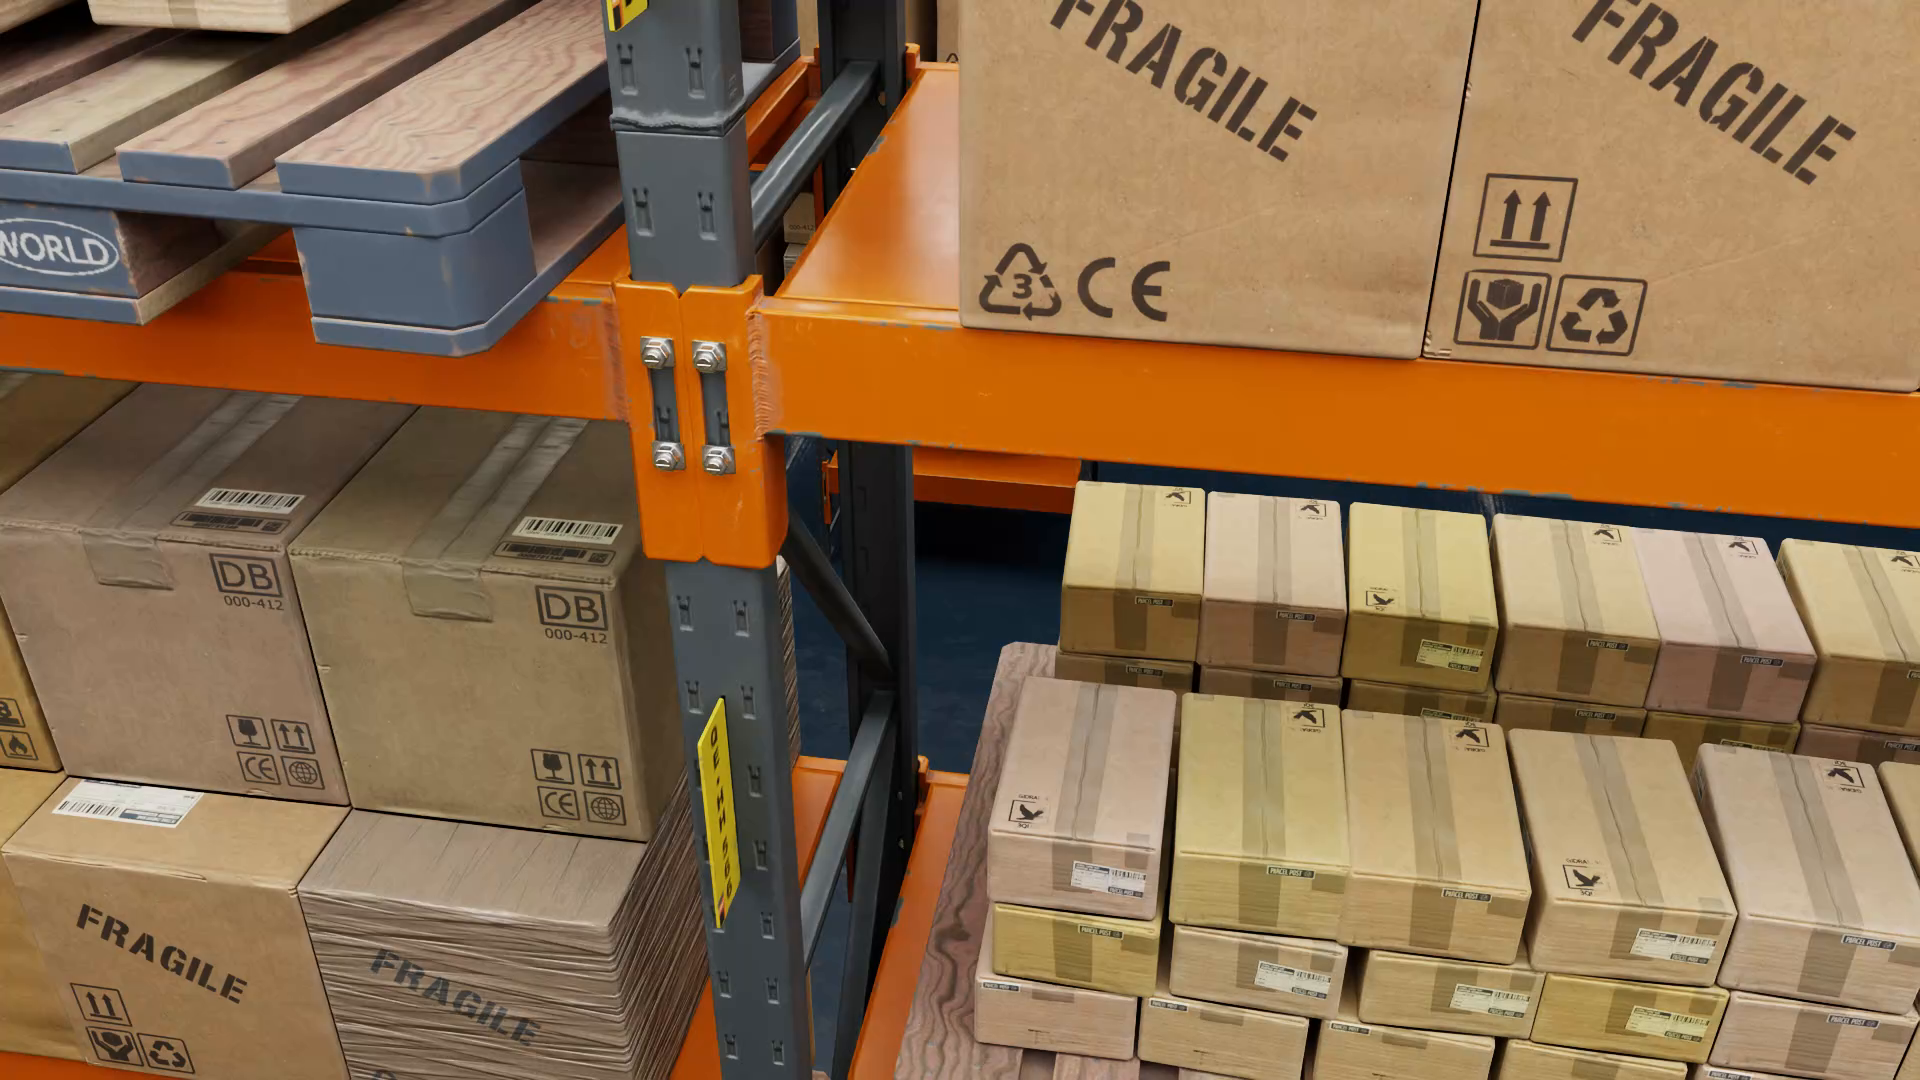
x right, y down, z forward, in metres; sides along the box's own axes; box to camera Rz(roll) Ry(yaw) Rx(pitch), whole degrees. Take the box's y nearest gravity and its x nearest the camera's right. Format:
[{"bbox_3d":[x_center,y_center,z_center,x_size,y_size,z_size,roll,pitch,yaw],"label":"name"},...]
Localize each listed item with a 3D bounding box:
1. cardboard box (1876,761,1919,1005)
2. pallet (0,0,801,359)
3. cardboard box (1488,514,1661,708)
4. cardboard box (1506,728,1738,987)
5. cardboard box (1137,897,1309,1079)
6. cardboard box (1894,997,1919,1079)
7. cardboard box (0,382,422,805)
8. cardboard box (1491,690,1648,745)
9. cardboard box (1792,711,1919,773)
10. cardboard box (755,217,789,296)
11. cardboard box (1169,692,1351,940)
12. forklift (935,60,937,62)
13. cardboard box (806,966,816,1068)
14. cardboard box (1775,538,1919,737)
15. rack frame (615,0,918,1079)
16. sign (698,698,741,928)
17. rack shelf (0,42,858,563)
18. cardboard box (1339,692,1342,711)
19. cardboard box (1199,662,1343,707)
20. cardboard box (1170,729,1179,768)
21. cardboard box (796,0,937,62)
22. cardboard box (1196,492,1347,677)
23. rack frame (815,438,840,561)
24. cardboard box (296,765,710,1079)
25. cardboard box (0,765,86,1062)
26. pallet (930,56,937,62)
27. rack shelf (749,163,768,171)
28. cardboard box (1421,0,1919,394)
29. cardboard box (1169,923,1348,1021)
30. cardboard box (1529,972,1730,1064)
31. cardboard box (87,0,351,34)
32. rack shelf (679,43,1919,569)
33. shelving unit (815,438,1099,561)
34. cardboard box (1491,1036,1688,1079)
[{"bbox_3d":[1.486,0.507,2.394,0.250,0.149,0.380,6,33,10],"label":"cardboard box"},{"bbox_3d":[-0.876,-0.650,2.312,1.003,0.211,1.213,7,33,10],"label":"pallet"},{"bbox_3d":[1.097,0.120,3.011,0.250,0.149,0.380,6,33,10],"label":"cardboard box"},{"bbox_3d":[0.958,0.461,2.467,0.250,0.149,0.380,4,32,6],"label":"cardboard box"},{"bbox_3d":[0.439,0.669,2.694,0.250,0.149,0.380,7,33,11],"label":"cardboard box"},{"bbox_3d":[1.480,0.636,2.467,0.250,0.149,0.380,5,32,8],"label":"cardboard box"},{"bbox_3d":[-1.172,0.015,2.862,0.500,0.500,0.700,5,32,8],"label":"cardboard box"},{"bbox_3d":[1.101,0.247,3.088,0.250,0.149,0.380,5,32,8],"label":"cardboard box"},{"bbox_3d":[1.603,0.294,3.014,0.250,0.149,0.380,6,33,9],"label":"cardboard box"},{"bbox_3d":[-1.071,-1.280,7.909,0.500,0.500,0.700,8,33,12],"label":"cardboard box"},{"bbox_3d":[0.456,0.413,2.544,0.250,0.149,0.380,4,32,7],"label":"cardboard box"},{"bbox_3d":[0.361,-3.133,8.994,1.130,2.935,3.031,26,41,35],"label":"forklift"},{"bbox_3d":[-0.818,1.246,3.658,0.750,0.750,1.050,5,32,8],"label":"cardboard box"},{"bbox_3d":[1.602,0.168,2.934,0.250,0.149,0.380,7,33,11],"label":"cardboard box"},{"bbox_3d":[-0.232,0.571,3.010,0.127,3.000,1.000,5,32,8],"label":"rack frame"},{"bbox_3d":[-0.323,0.371,2.239,0.005,0.325,0.100,5,32,8],"label":"sign"},{"bbox_3d":[-2.204,-0.574,2.690,4.000,0.370,1.077,5,32,8],"label":"rack shelf"},{"bbox_3d":[0.829,0.349,3.206,0.250,0.149,0.380,6,32,9],"label":"cardboard box"},{"bbox_3d":[0.594,0.203,3.160,0.250,0.149,0.380,6,33,10],"label":"cardboard box"},{"bbox_3d":[0.331,0.303,3.279,0.250,0.149,0.380,6,32,9],"label":"cardboard box"},{"bbox_3d":[-0.405,-2.259,7.042,0.500,0.500,0.700,10,33,15],"label":"cardboard box"},{"bbox_3d":[0.575,0.075,3.083,0.250,0.149,0.380,5,32,8],"label":"cardboard box"},{"bbox_3d":[-0.494,-0.522,6.523,0.032,1.125,0.500,5,32,8],"label":"rack frame"},{"bbox_3d":[-0.722,0.629,2.823,0.500,0.500,0.500,5,32,8],"label":"cardboard box"},{"bbox_3d":[-1.706,0.539,2.967,0.500,0.500,0.500,5,32,7],"label":"cardboard box"},{"bbox_3d":[-0.019,-1.940,7.204,1.003,0.211,1.213,5,32,8],"label":"pallet"},{"bbox_3d":[-1.270,-1.887,7.616,4.000,0.370,1.077,5,32,8],"label":"rack shelf"},{"bbox_3d":[0.780,-0.511,1.819,0.500,0.500,0.500,5,32,8],"label":"cardboard box"},{"bbox_3d":[0.478,0.545,2.613,0.250,0.149,0.380,7,33,11],"label":"cardboard box"},{"bbox_3d":[0.990,0.589,2.542,0.250,0.149,0.380,5,32,8],"label":"cardboard box"},{"bbox_3d":[-0.860,-0.760,2.040,0.250,0.166,0.380,5,32,8],"label":"cardboard box"},{"bbox_3d":[1.739,-0.217,2.120,4.000,0.370,1.077,5,32,8],"label":"rack shelf"},{"bbox_3d":[0.007,-0.476,6.451,1.048,1.125,0.538,5,32,8],"label":"shelving unit"},{"bbox_3d":[0.971,0.716,2.619,0.250,0.149,0.380,7,33,10],"label":"cardboard box"}]
